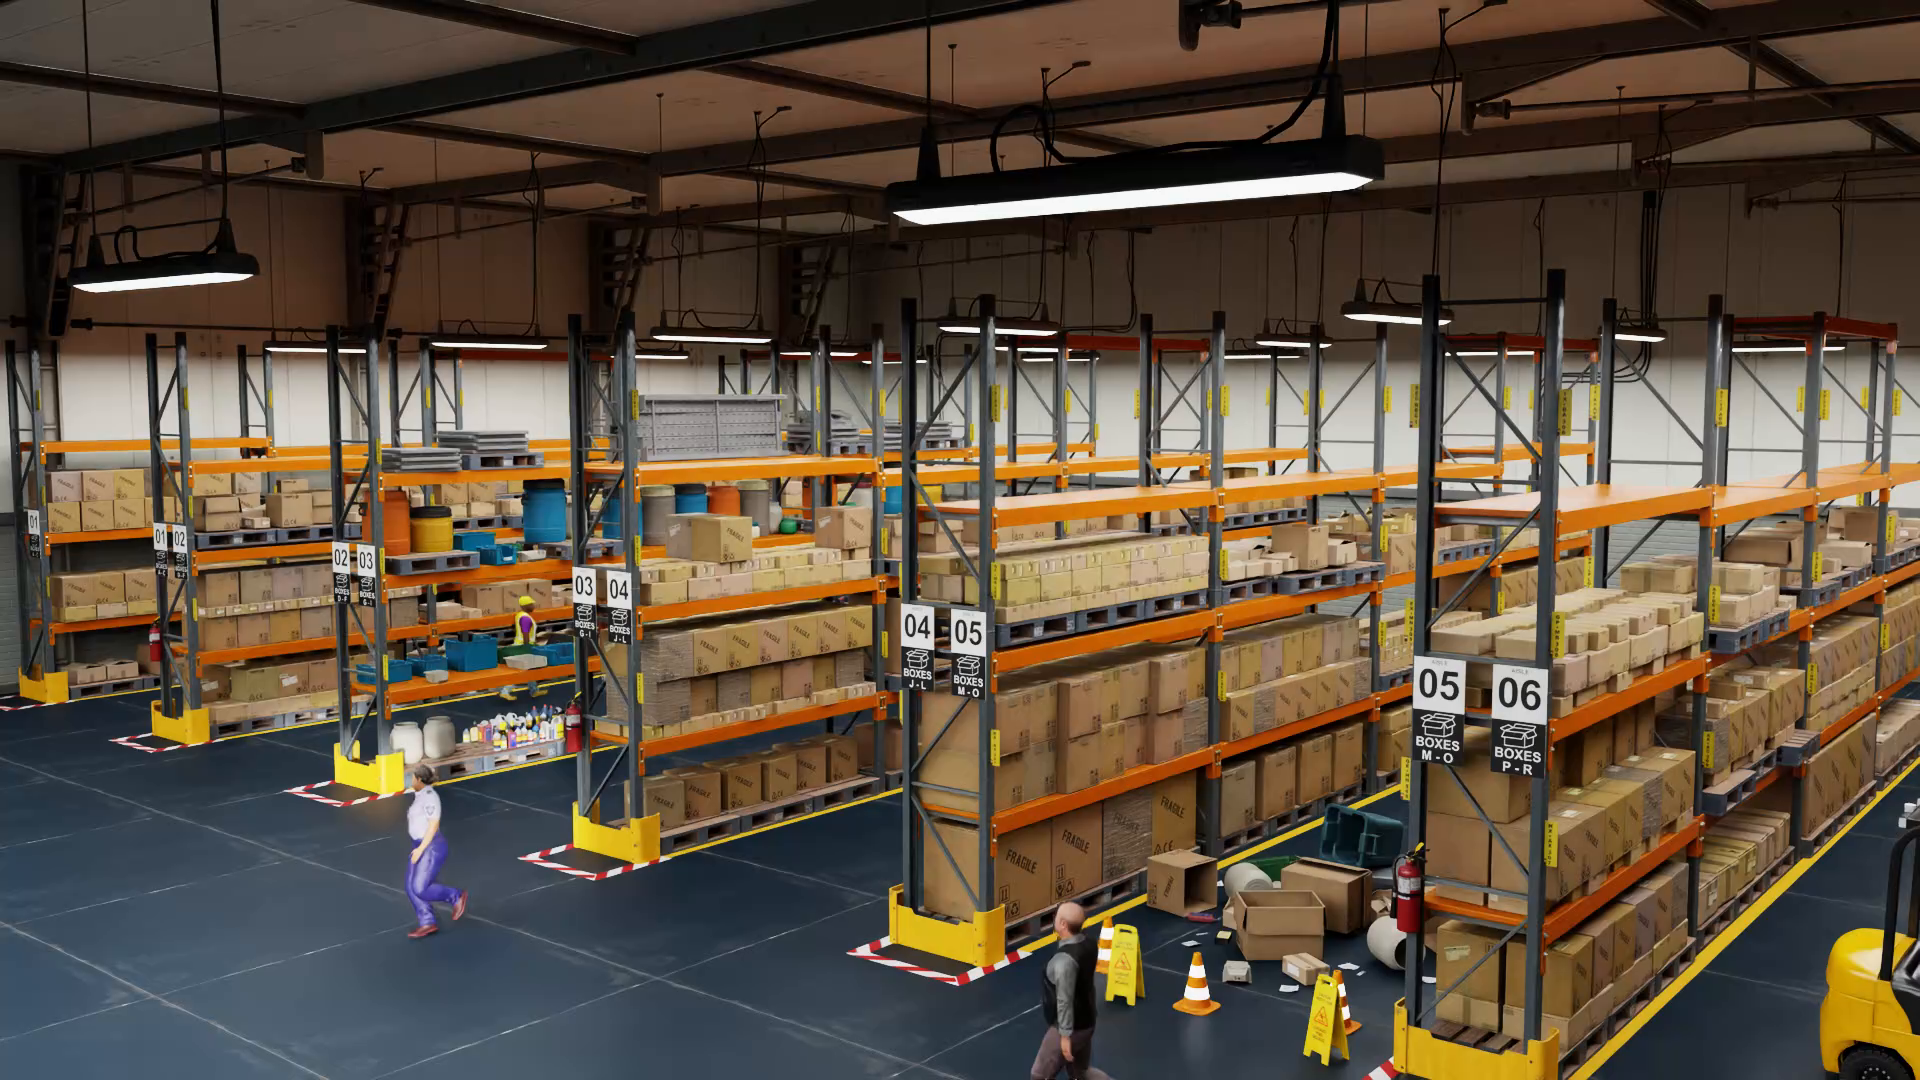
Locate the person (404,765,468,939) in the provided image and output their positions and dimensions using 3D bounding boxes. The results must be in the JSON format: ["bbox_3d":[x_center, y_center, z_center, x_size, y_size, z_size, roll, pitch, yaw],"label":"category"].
[{"bbox_3d":[-5.022,2.946,15.858,0.562,1.619,0.537,-3,6,-29],"label":"person"}]

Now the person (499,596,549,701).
[{"bbox_3d":[-7.269,1.807,27.697,0.949,1.748,0.624,-3,6,-34],"label":"person"}]

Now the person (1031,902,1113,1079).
[{"bbox_3d":[0.797,3.302,11.306,0.919,1.689,0.533,1,5,10],"label":"person"}]

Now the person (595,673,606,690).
[{"bbox_3d":[-5.868,1.684,28.854,0.668,1.746,1.036,3,6,26],"label":"person"}]
